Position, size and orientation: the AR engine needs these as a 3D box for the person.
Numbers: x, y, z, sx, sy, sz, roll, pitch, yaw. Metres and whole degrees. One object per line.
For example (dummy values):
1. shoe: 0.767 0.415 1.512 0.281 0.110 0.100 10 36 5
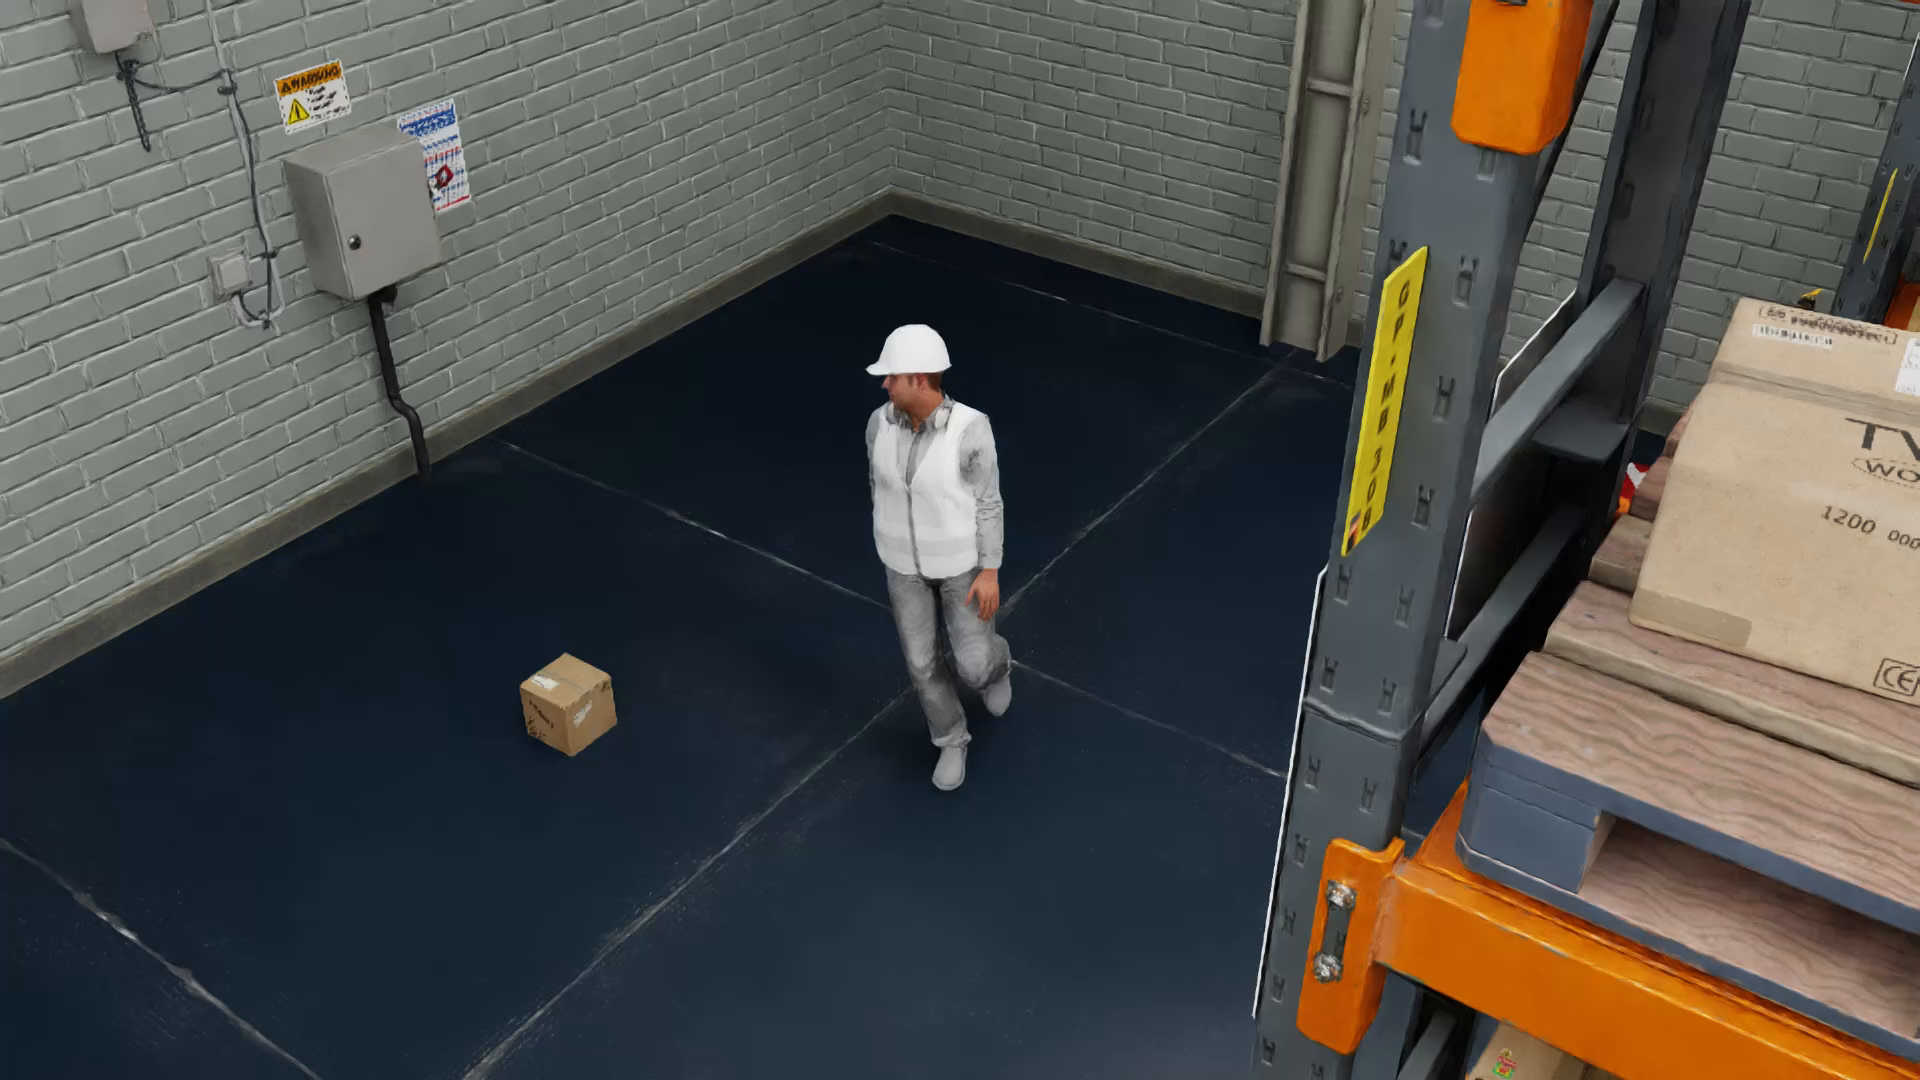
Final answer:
1. person: -0.101 0.062 6.074 0.583 1.728 0.642 11 36 16
